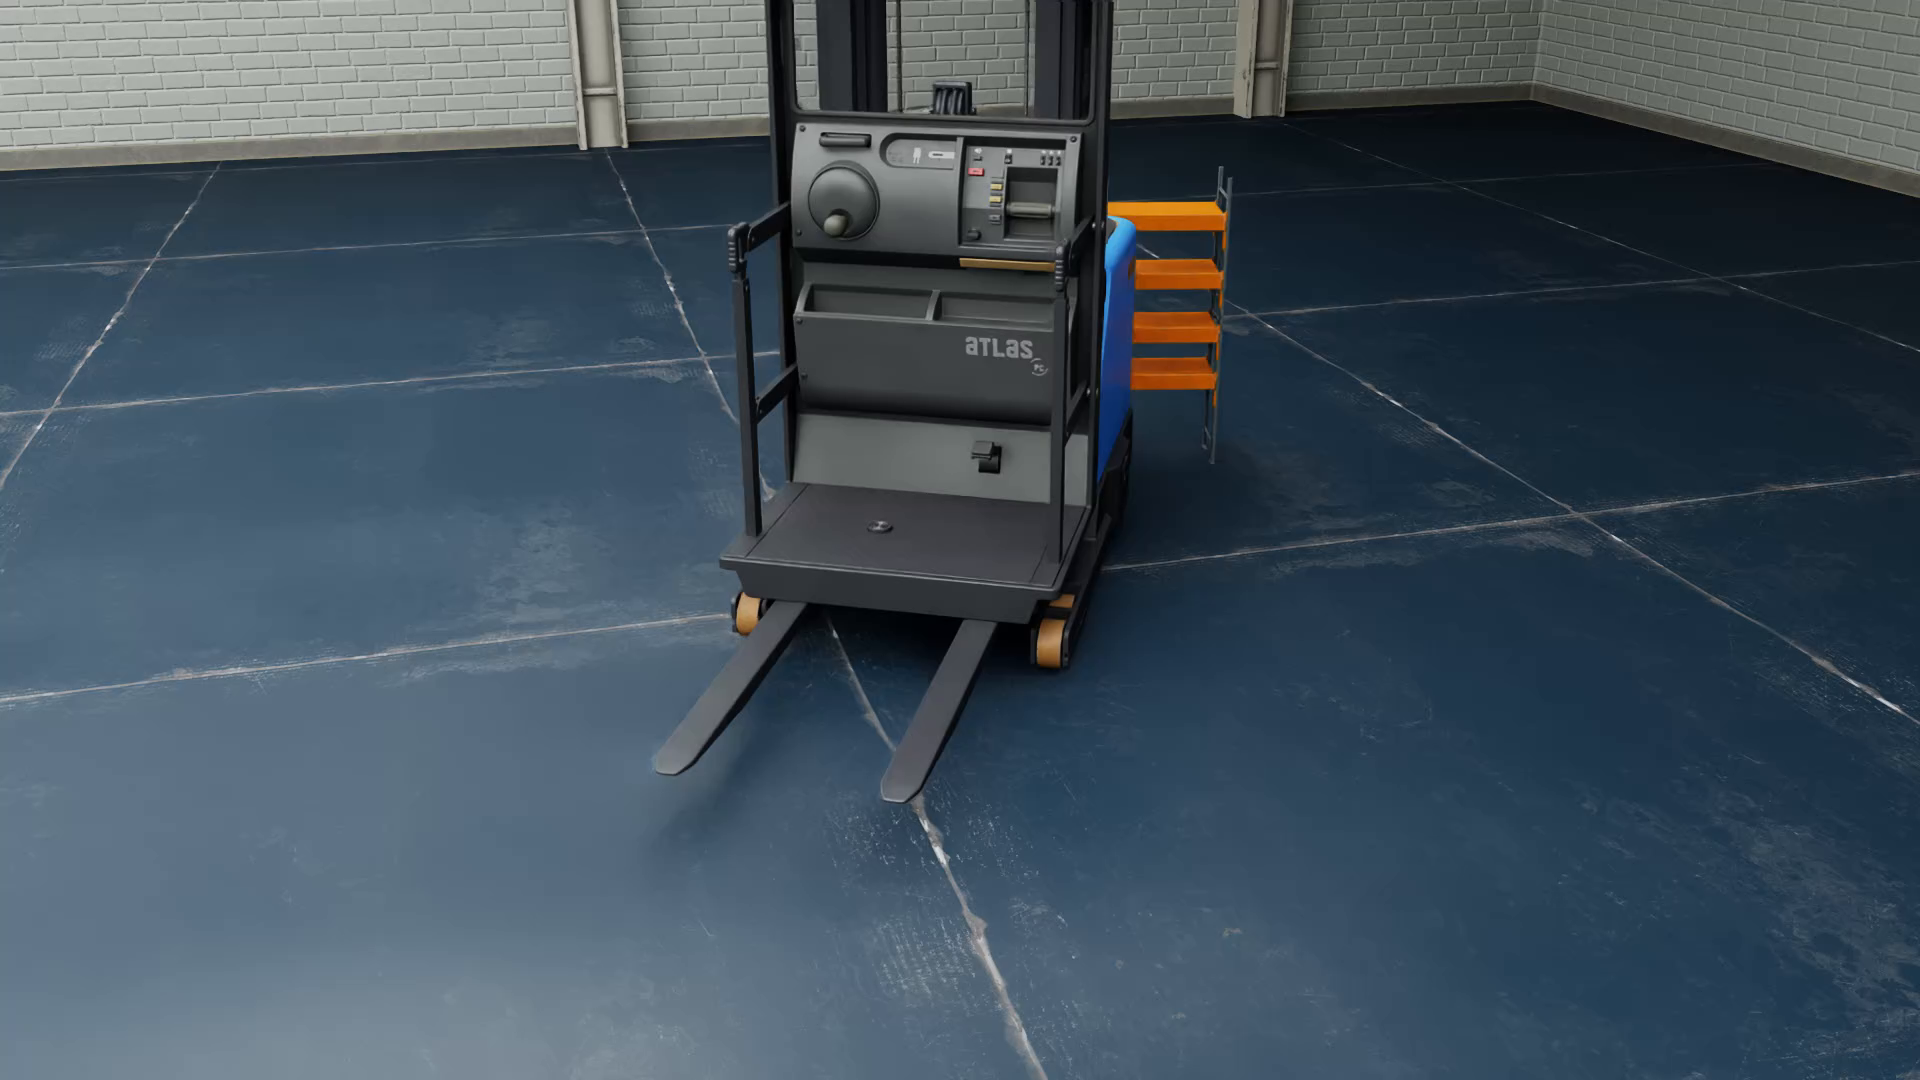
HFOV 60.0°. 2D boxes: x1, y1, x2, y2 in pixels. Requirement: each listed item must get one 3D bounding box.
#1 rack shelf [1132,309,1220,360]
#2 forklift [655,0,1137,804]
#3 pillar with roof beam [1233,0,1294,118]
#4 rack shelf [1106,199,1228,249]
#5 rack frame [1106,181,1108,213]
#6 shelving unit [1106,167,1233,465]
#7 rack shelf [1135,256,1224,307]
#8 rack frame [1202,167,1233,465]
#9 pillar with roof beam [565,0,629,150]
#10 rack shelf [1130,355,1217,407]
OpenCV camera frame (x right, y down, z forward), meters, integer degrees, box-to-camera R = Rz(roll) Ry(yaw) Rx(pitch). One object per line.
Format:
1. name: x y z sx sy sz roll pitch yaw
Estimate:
1. rack shelf: 0.813 -0.849 6.877 0.480 0.148 0.258 0 23 -1
2. forklift: -0.128 -1.097 5.089 1.130 2.935 3.031 5 24 12
3. pillar with roof beam: 3.940 -6.459 9.890 0.400 9.000 9.100 -6 24 -14
4. rack shelf: 0.813 -1.272 6.696 0.480 0.148 0.258 0 23 -1
5. rack frame: 0.569 -0.909 6.846 0.015 1.200 0.240 0 23 -1
6. shelving unit: 0.813 -0.911 6.851 0.503 1.200 0.258 0 23 -1
7. rack shelf: 0.813 -1.054 6.789 0.480 0.148 0.258 0 23 -1
8. rack frame: 1.057 -0.913 6.855 0.015 1.200 0.240 0 23 -1
9. pillar with roof beam: -1.837 -5.819 8.400 0.400 9.000 9.100 -6 24 -14
10. rack shelf: 0.813 -0.666 6.956 0.480 0.148 0.258 0 23 -1
